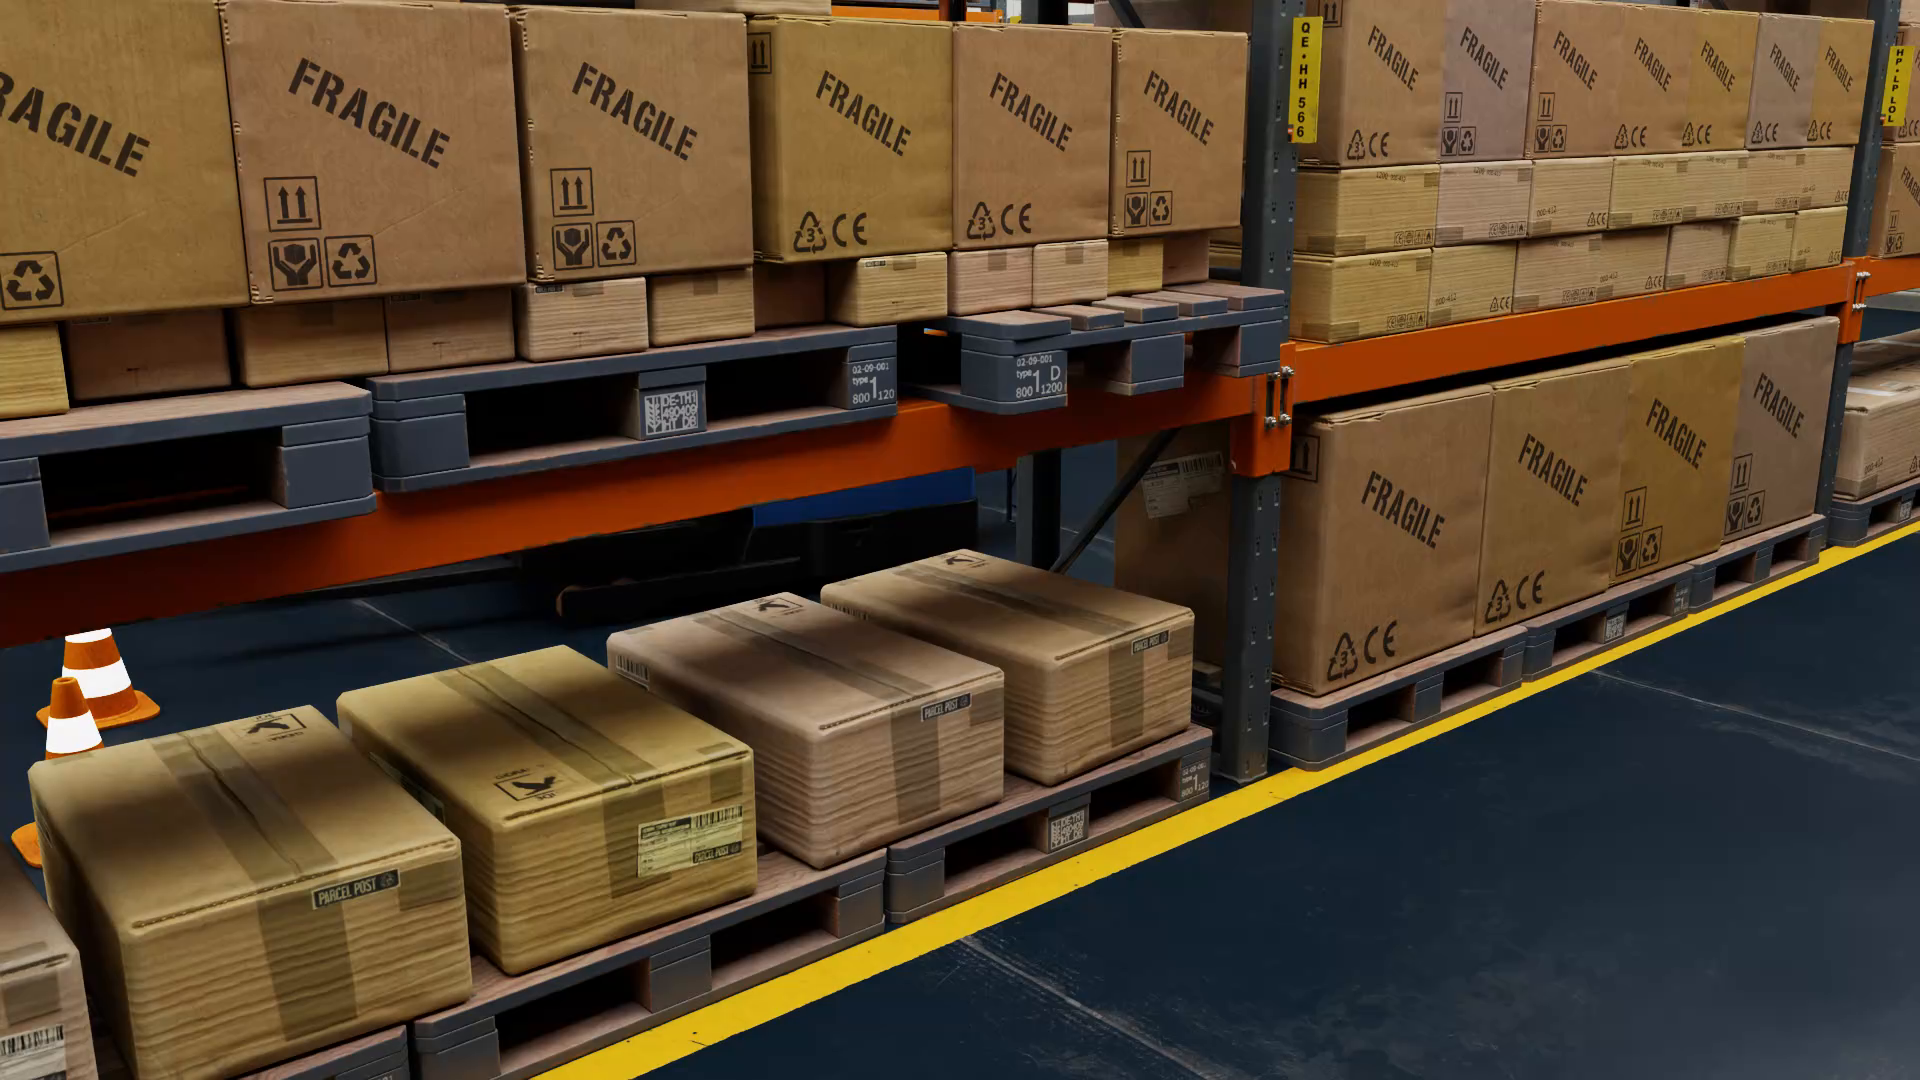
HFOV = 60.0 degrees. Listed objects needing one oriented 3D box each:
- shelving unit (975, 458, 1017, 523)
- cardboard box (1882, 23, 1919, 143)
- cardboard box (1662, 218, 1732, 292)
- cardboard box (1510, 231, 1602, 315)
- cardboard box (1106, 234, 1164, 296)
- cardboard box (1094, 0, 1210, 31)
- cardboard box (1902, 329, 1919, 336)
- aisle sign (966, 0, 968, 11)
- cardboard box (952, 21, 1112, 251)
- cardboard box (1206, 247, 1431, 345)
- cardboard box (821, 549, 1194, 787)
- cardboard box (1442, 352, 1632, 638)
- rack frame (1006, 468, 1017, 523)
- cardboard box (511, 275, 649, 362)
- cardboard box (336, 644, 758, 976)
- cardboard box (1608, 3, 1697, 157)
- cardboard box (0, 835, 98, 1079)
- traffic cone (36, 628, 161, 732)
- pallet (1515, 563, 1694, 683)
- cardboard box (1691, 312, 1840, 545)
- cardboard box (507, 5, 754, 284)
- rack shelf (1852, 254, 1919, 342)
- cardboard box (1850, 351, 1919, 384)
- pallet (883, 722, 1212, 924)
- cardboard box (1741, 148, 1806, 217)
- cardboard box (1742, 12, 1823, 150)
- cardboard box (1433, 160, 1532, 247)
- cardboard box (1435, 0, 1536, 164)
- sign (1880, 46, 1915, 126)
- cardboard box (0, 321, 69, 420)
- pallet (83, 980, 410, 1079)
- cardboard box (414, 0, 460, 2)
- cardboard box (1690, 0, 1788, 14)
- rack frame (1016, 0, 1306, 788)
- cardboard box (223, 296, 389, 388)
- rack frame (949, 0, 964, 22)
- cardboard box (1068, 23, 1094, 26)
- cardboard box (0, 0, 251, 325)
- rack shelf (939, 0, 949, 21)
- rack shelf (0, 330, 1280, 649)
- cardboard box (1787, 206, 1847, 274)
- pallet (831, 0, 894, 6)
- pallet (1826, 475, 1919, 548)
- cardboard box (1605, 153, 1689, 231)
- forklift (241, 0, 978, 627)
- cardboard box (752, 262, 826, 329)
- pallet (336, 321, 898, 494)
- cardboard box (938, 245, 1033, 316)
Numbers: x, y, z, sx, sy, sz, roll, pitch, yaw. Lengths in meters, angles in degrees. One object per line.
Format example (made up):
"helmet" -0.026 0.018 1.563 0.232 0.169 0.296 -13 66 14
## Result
"shelving unit" 0.126 -0.608 7.700 0.503 1.200 0.258 -13 19 -39
"cardboard box" 4.095 -2.058 7.511 0.500 0.500 0.500 -12 19 -39
"cardboard box" 2.626 -1.128 6.451 0.500 0.250 0.500 -13 20 -41
"cardboard box" 1.869 -0.955 5.804 0.500 0.250 0.500 -12 19 -38
"cardboard box" 0.312 -0.736 4.367 0.250 0.149 0.380 -12 19 -39
"cardboard box" 0.778 -1.486 5.368 0.500 0.500 0.500 -13 20 -41
"cardboard box" 6.162 -1.005 9.850 0.875 0.438 0.875 -14 20 -41
"aisle sign" -0.054 -5.427 17.216 0.004 0.787 0.394 -13 19 -39
"cardboard box" 0.016 -0.990 4.059 0.500 0.500 0.500 -13 20 -40
"cardboard box" 1.094 -0.777 5.137 0.500 0.250 0.500 -13 20 -40
"cardboard box" 0.126 0.345 4.925 0.625 0.372 0.950 -14 21 -43
"cardboard box" 1.810 -0.243 6.151 0.875 0.875 0.875 -12 19 -39
"rack frame" 0.310 -0.649 7.855 0.015 1.200 0.240 -13 19 -39
"cardboard box" -0.832 -0.467 3.359 0.250 0.149 0.380 -12 19 -37
"cardboard box" -1.001 0.599 3.974 0.625 0.372 0.950 -12 19 -38
"cardboard box" 2.243 -1.638 5.940 0.500 0.500 0.500 -12 19 -38
"cardboard box" -2.064 0.839 3.074 0.625 0.372 0.950 -12 19 -39
"traffic cone" -2.880 0.361 5.501 0.334 0.463 0.336 -13 19 -39
"pallet" 2.123 0.207 6.566 1.213 0.211 1.003 -13 19 -39
"cardboard box" 3.162 -0.549 7.296 0.875 0.875 0.875 -12 19 -38
"cardboard box" -0.776 -0.812 3.392 0.500 0.500 0.500 -14 20 -42
"rack shelf" 5.086 -1.484 8.889 4.000 0.370 1.077 -13 19 -39
"cardboard box" 4.796 -0.696 8.692 0.875 0.438 0.875 -13 20 -41
"pallet" -0.031 0.664 4.856 1.213 0.211 1.003 -13 19 -39
"cardboard box" 3.032 -1.454 6.703 0.500 0.250 0.500 -12 19 -38
"cardboard box" 3.019 -1.811 6.586 0.500 0.500 0.500 -12 19 -38
"cardboard box" 1.494 -1.110 5.414 0.500 0.250 0.500 -12 19 -38
"cardboard box" 1.460 -1.469 5.305 0.500 0.500 0.500 -13 19 -39
"sign" 3.940 -1.910 6.999 0.005 0.325 0.100 -13 19 -39
"cardboard box" -1.640 -0.292 2.705 0.250 0.149 0.380 -12 19 -38
"pallet" -1.872 1.077 3.309 1.213 0.211 1.003 -13 19 -39
"cardboard box" -1.119 -1.061 3.070 0.250 0.149 0.380 -11 19 -36
"cardboard box" 3.600 -2.452 7.729 0.250 0.149 0.380 -13 20 -40
"rack frame" 0.559 -0.816 4.991 0.127 3.000 1.000 -13 19 -39
"cardboard box" -1.255 -0.391 3.073 0.250 0.149 0.380 -12 19 -39
"rack frame" 0.251 -2.440 11.071 0.127 3.000 1.000 -13 19 -39
"cardboard box" 0.751 -3.144 11.000 0.500 0.500 0.500 -12 19 -38
"cardboard box" -1.539 -0.641 2.755 0.500 0.500 0.500 -13 19 -39
"rack shelf" -1.258 -3.203 9.509 4.000 0.370 1.077 -13 19 -39
"rack shelf" -0.950 -0.129 3.815 4.000 0.370 1.077 -13 19 -39
"cardboard box" 3.404 -1.296 7.079 0.500 0.250 0.500 -13 20 -41
"pallet" -1.385 -5.171 15.656 1.213 0.211 1.003 -13 19 -39
"pallet" 4.202 -0.260 8.313 1.213 0.211 1.003 -13 19 -39
"cardboard box" 2.270 -1.275 6.033 0.500 0.250 0.500 -12 19 -38
"forklift" -1.470 -1.231 6.681 3.031 2.935 1.130 -8 17 -26
"cardboard box" -0.515 -0.576 3.769 0.250 0.149 0.380 -12 19 -39
"pallet" -0.907 -0.380 3.730 1.213 0.211 1.003 -13 19 -39
"cardboard box" -0.044 -0.644 4.021 0.250 0.149 0.380 -14 20 -42
